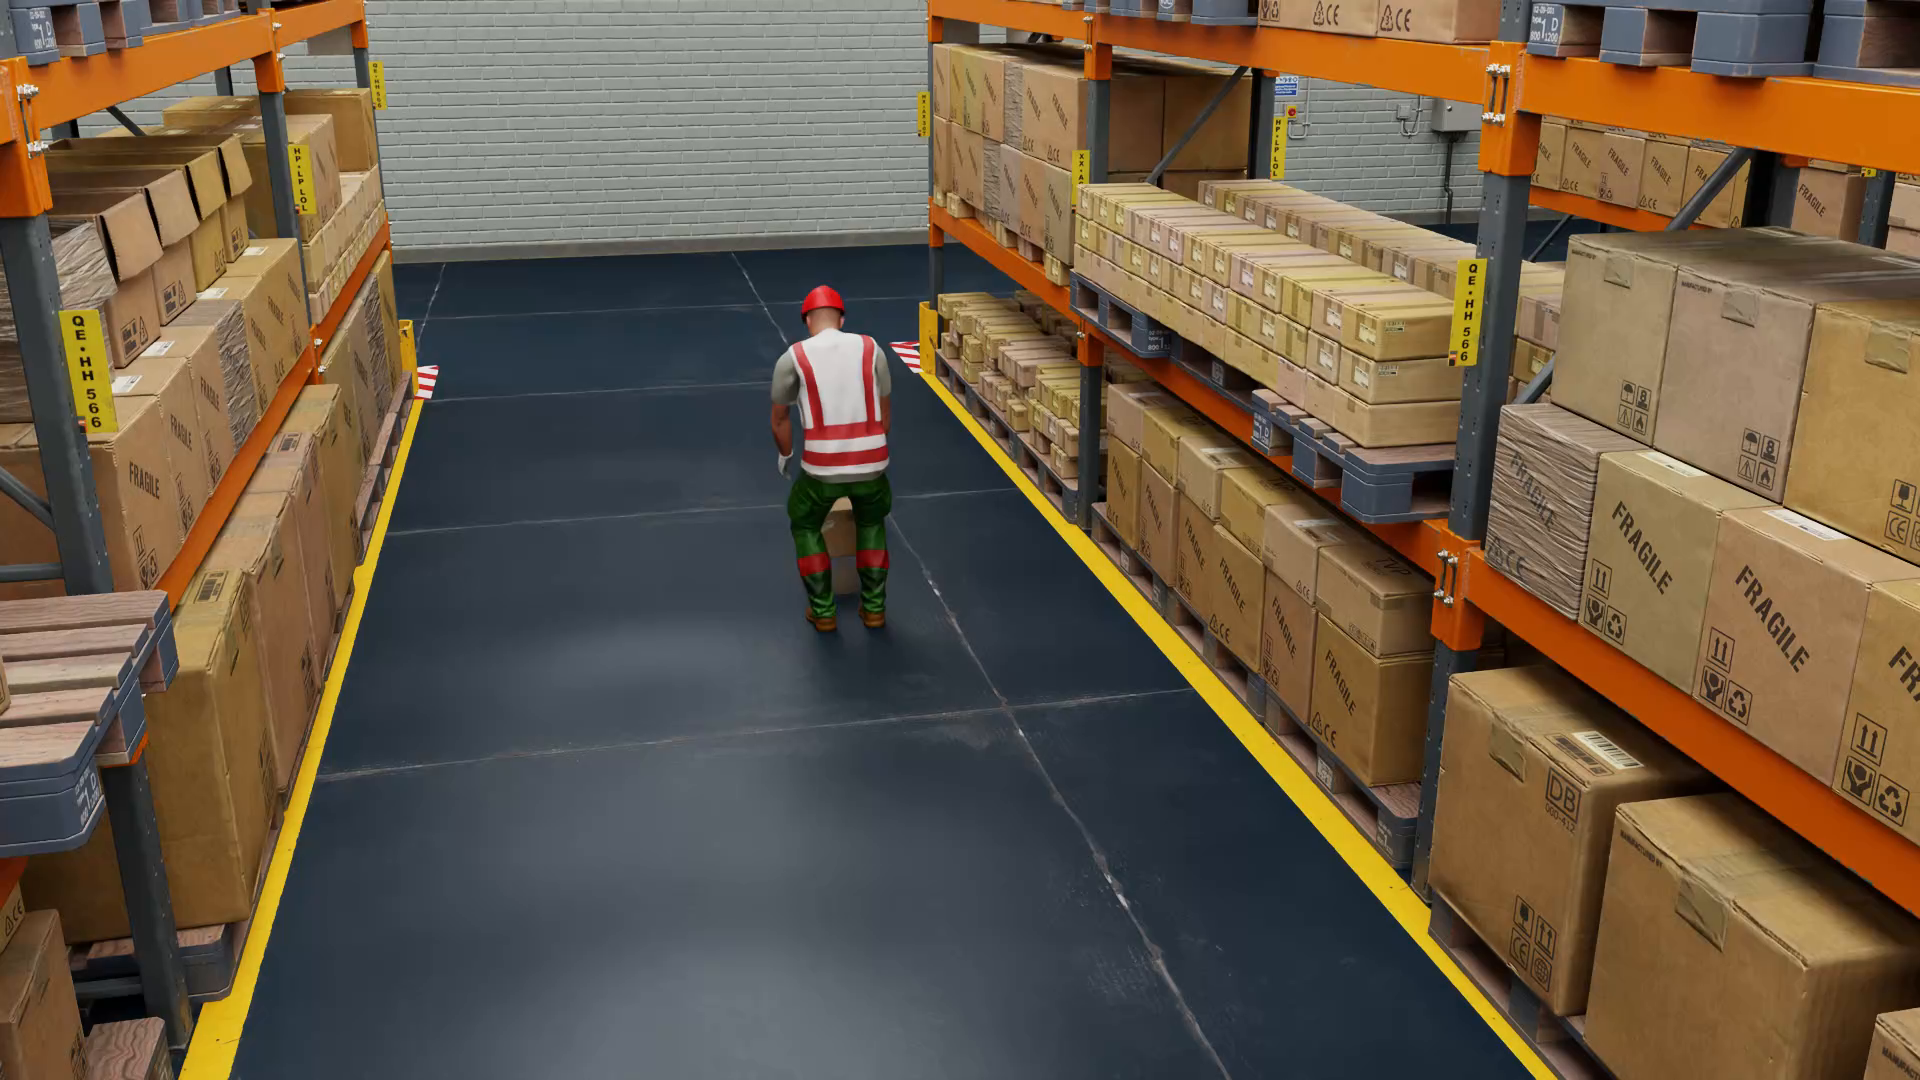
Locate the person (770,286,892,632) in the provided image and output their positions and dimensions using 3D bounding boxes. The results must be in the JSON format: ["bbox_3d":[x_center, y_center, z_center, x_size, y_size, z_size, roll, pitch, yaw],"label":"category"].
[{"bbox_3d":[-0.601,-0.375,7.877,0.572,1.604,0.625,-4,20,-12],"label":"person"}]
